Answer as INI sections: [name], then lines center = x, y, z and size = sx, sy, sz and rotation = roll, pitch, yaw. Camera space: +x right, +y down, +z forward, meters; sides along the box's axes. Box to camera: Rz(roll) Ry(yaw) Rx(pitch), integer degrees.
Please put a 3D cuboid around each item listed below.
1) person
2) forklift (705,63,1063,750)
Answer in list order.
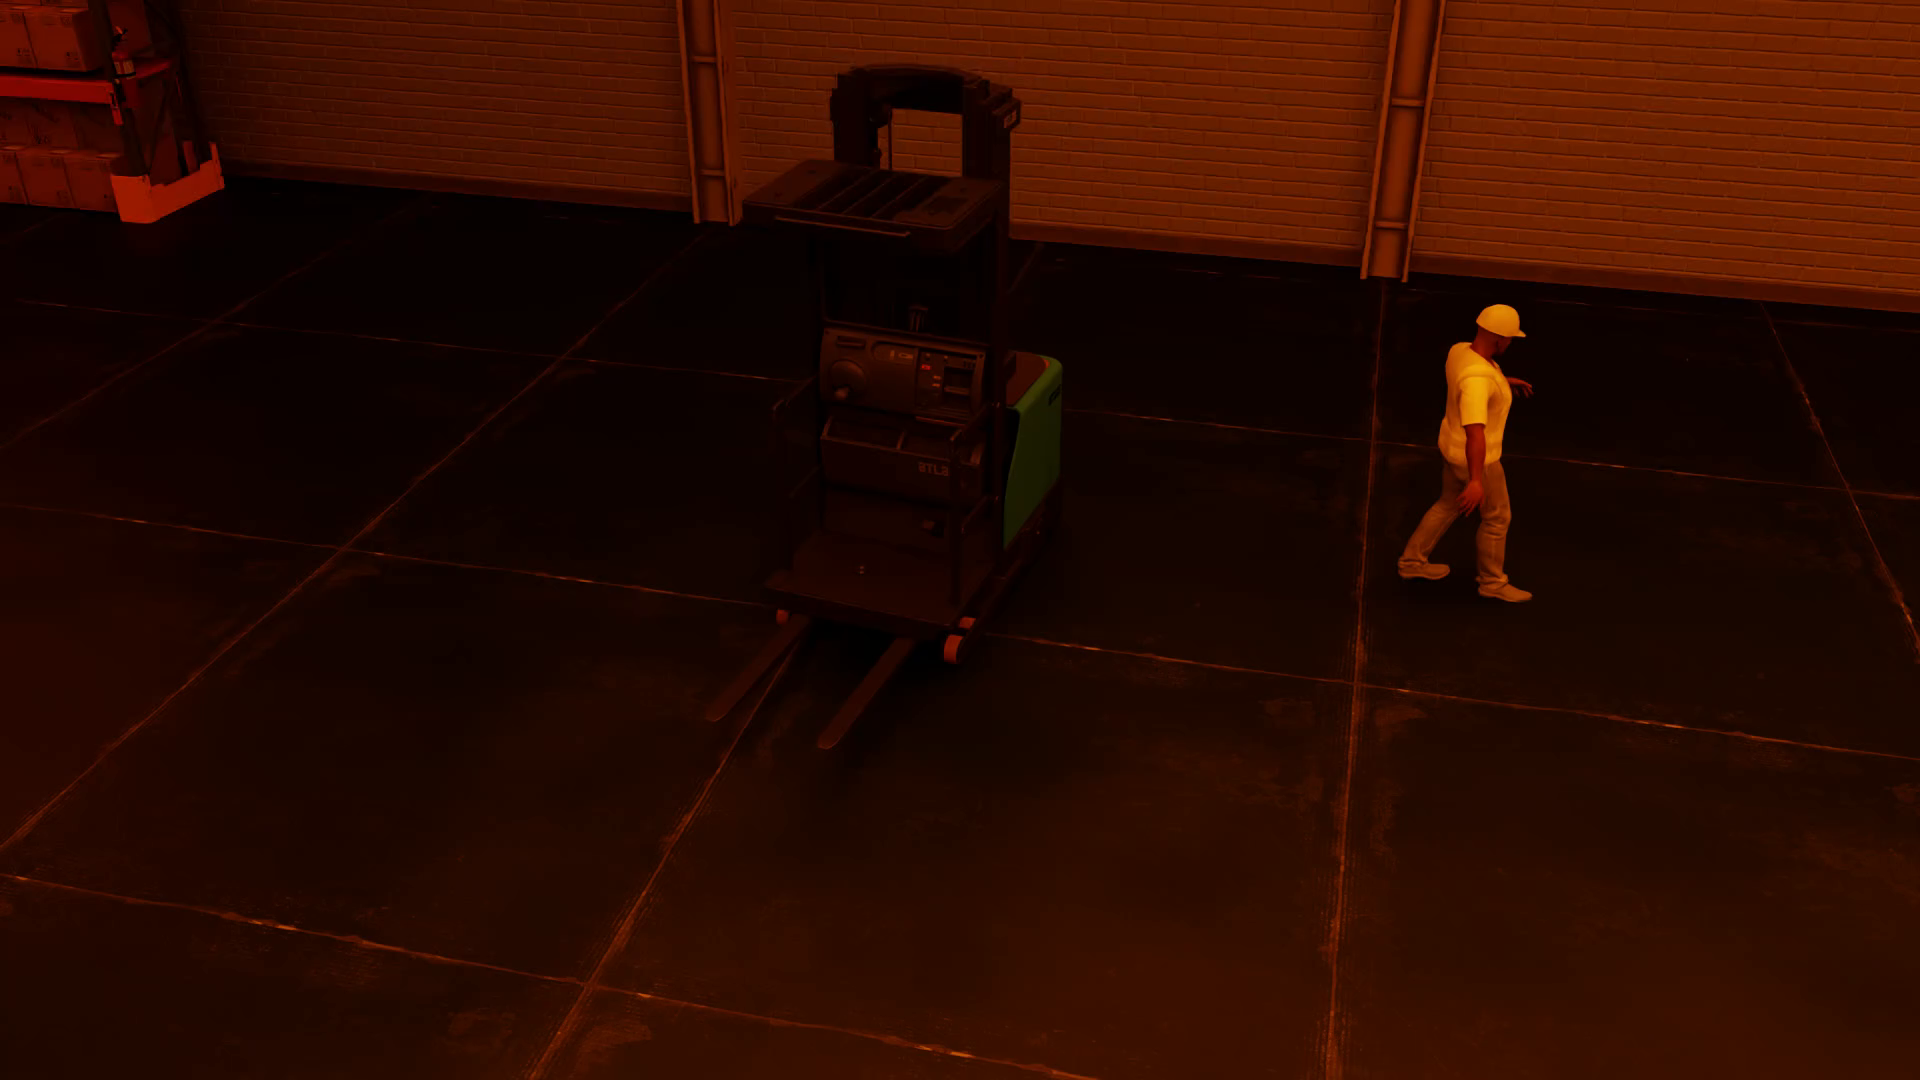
[person]
center = 2.921, -0.470, 9.229
size = 0.740, 1.749, 1.033
rotation = 0, 30, 1
[forklift]
center = -0.386, -0.835, 8.645
size = 1.130, 2.935, 3.031
rotation = 11, 31, 19
